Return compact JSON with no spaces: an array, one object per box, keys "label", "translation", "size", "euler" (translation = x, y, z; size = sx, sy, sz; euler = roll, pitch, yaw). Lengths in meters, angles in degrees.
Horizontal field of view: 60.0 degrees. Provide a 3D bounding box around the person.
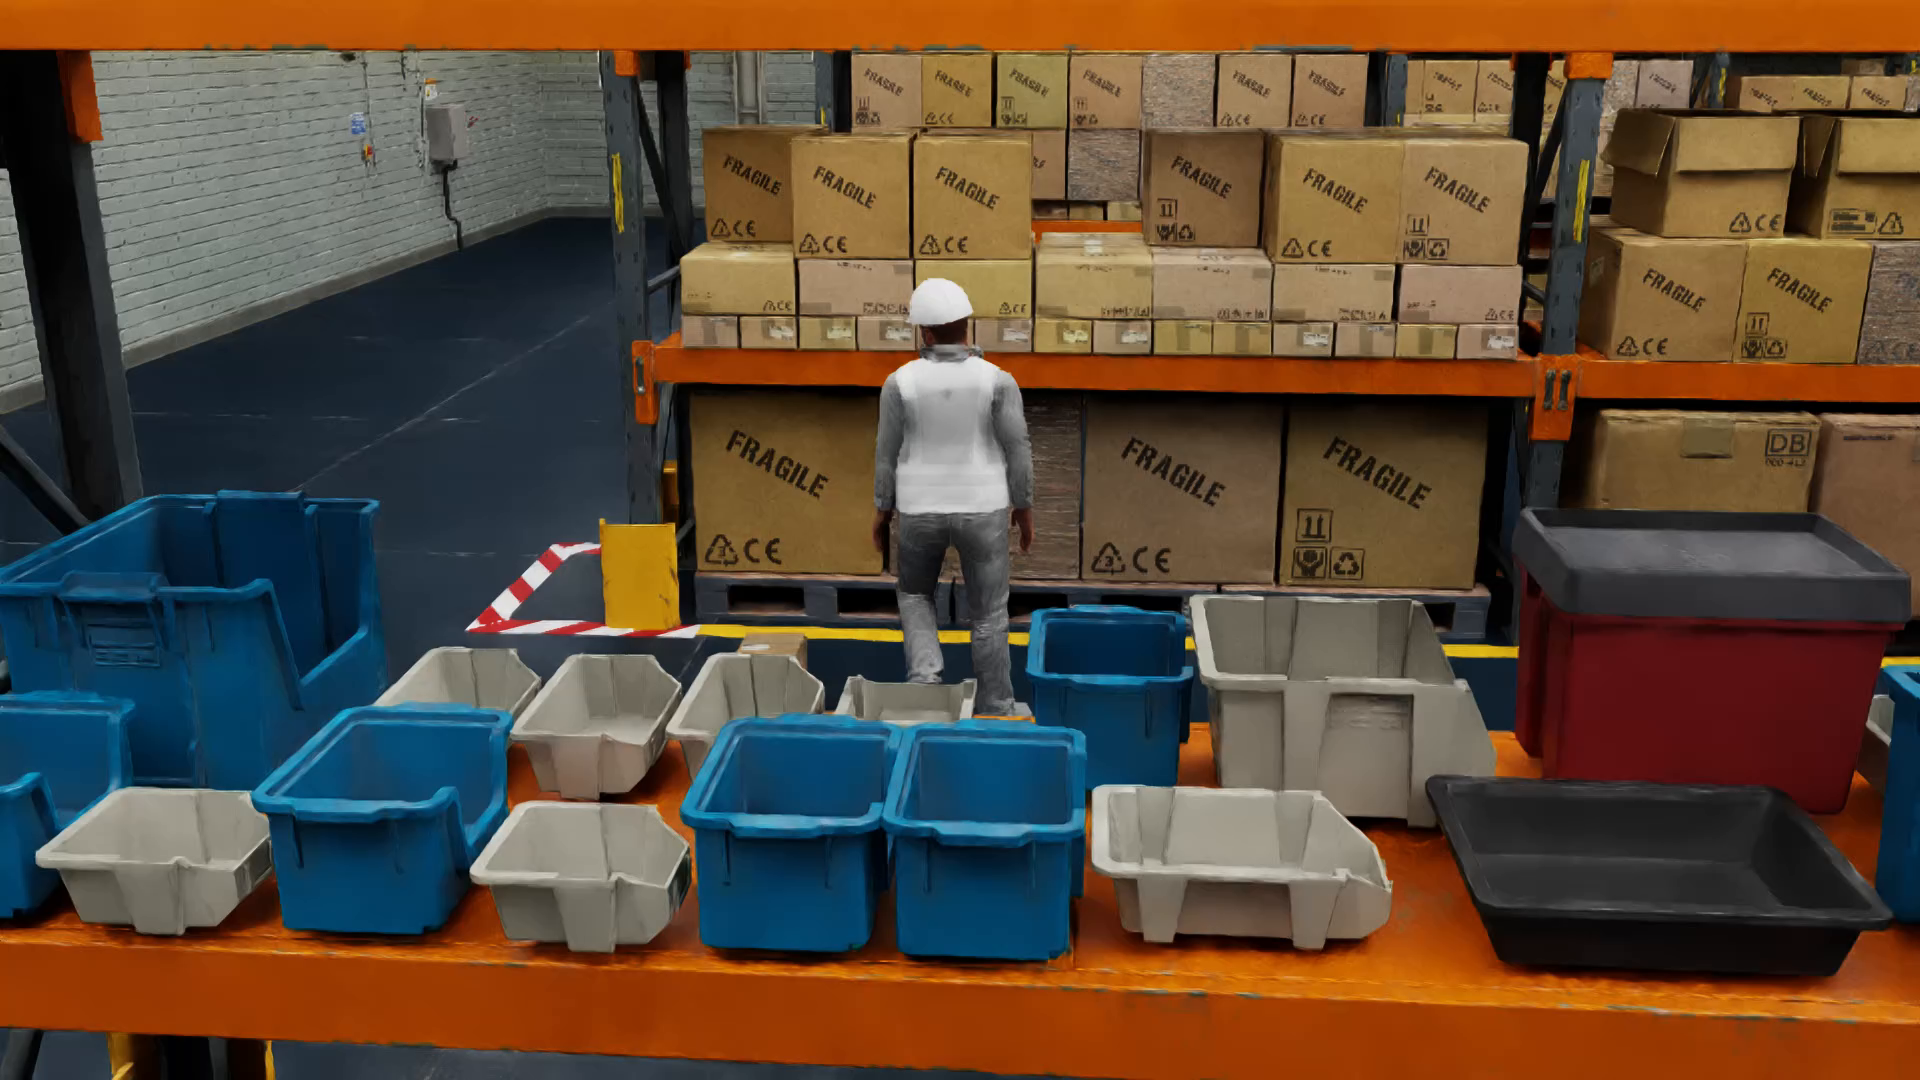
[{"label":"person","translation":[-0.036,-0.099,6.258],"size":[0.618,1.762,0.477],"euler":[2,17,7]}]
